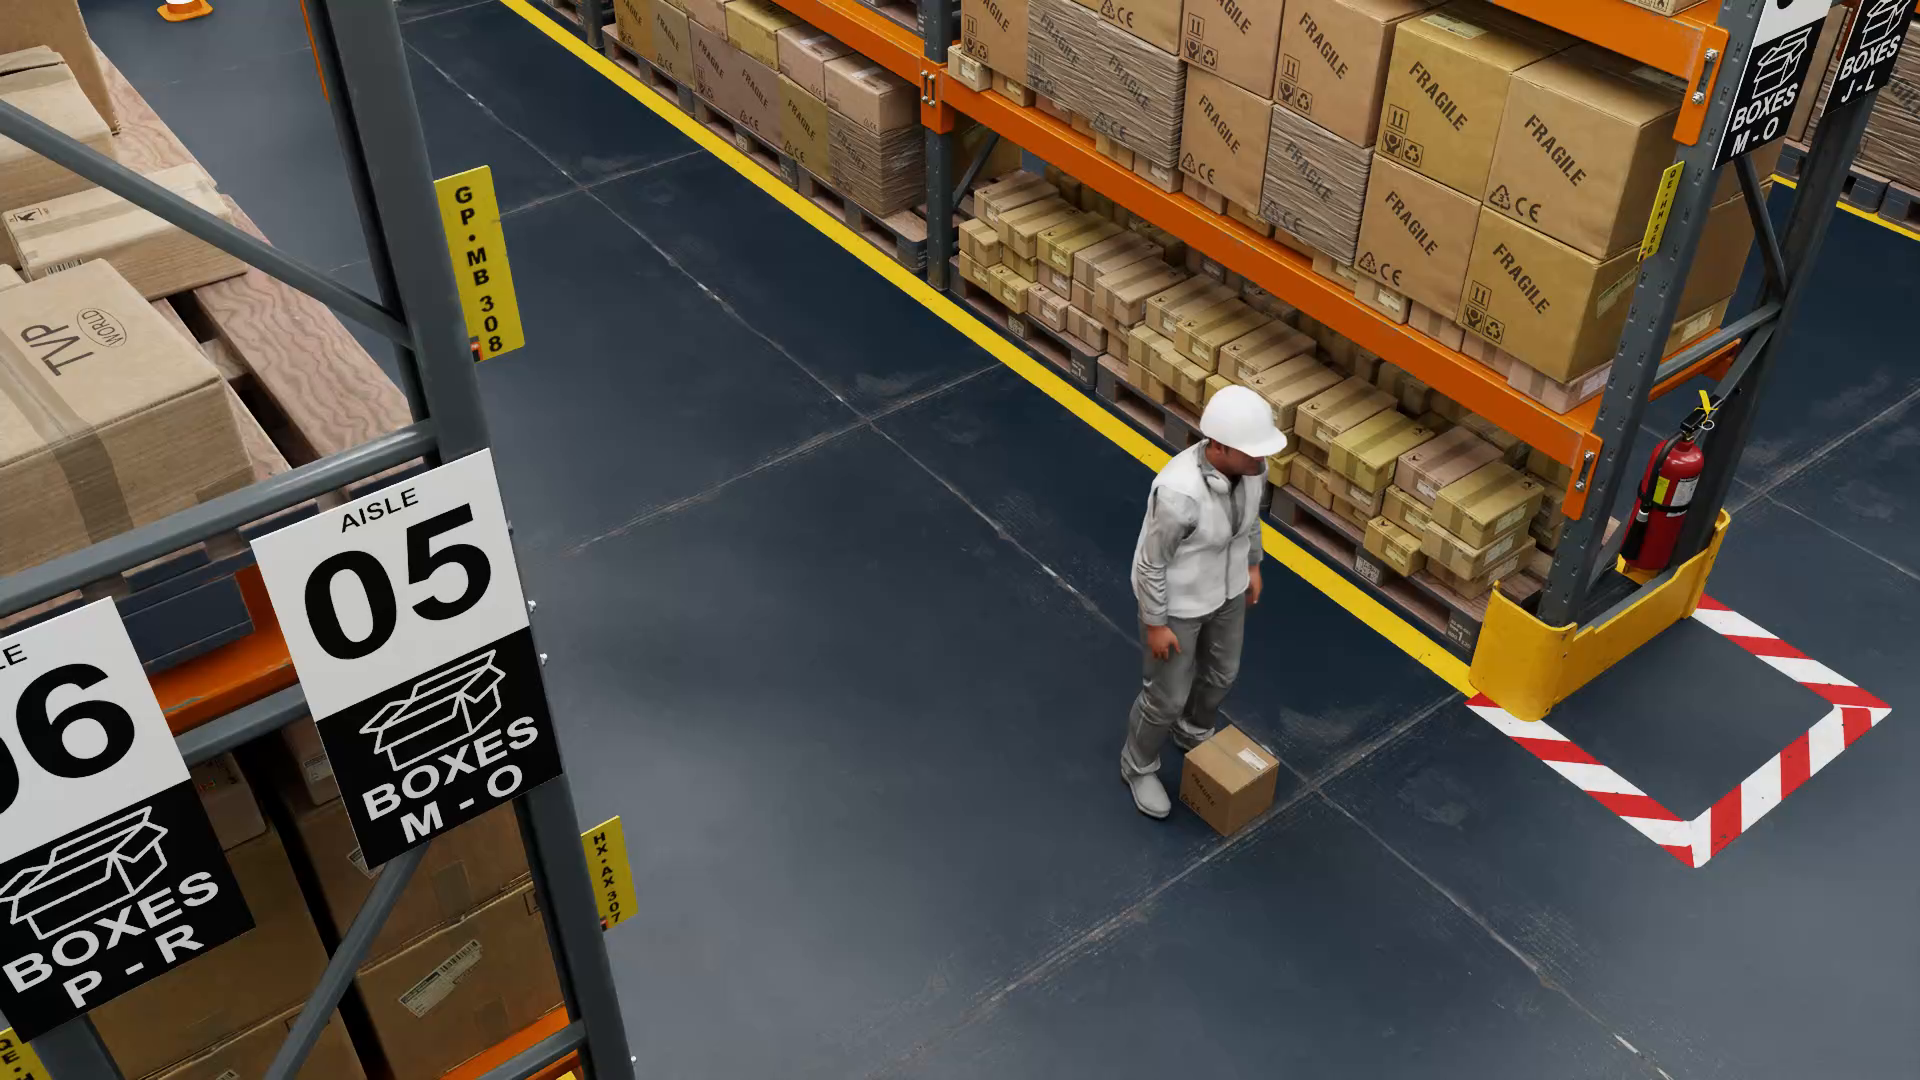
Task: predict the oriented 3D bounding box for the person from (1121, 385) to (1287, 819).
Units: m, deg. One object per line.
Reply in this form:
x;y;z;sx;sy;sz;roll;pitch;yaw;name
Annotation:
0.851;0.187;5.912;0.593;1.773;0.457;-29;48;-30;person
